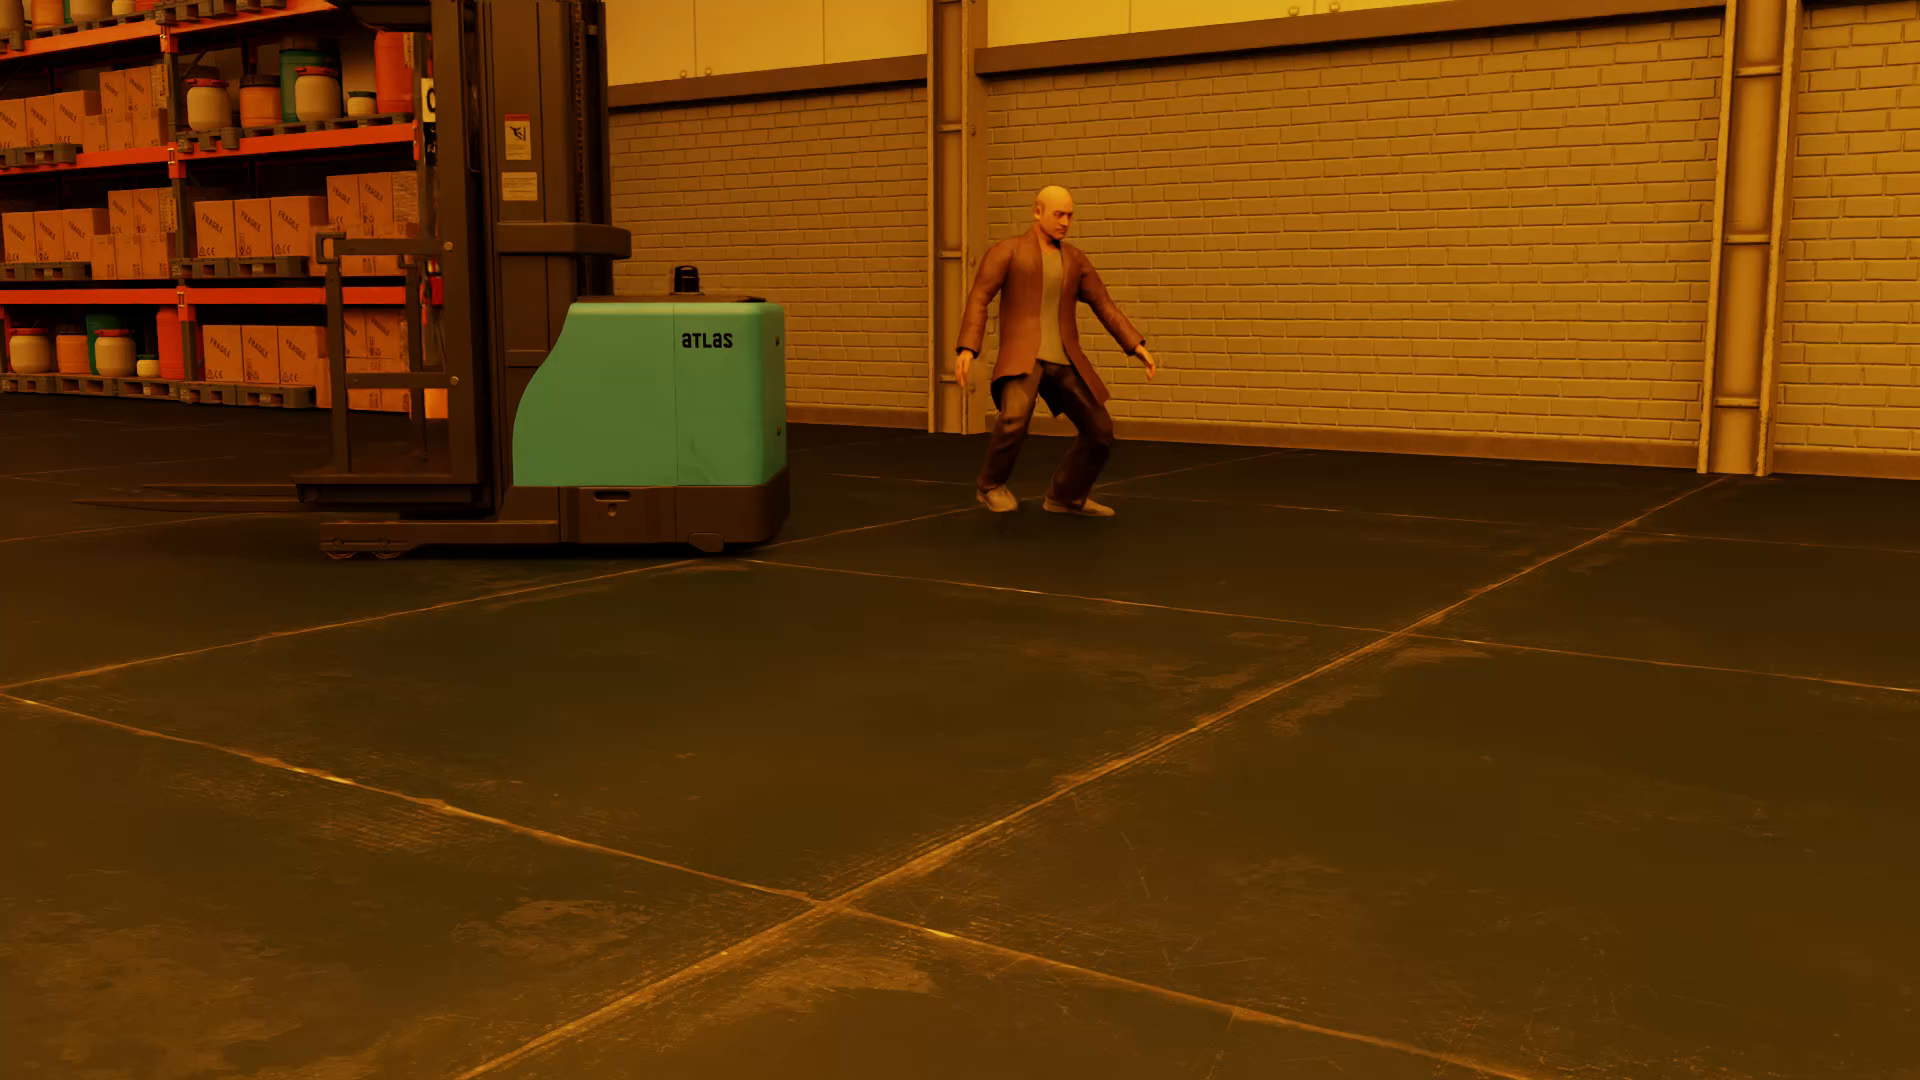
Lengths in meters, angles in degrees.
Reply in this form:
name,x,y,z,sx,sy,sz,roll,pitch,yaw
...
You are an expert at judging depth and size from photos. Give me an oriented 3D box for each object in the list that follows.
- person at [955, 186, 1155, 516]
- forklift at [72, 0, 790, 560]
name,x,y,z,sx,sy,sz,roll,pitch,yaw
person,0.430,-0.892,8.140,0.990,1.658,0.671,-3,9,-22
forklift,-2.328,-1.442,7.336,3.031,2.935,1.130,0,8,0
